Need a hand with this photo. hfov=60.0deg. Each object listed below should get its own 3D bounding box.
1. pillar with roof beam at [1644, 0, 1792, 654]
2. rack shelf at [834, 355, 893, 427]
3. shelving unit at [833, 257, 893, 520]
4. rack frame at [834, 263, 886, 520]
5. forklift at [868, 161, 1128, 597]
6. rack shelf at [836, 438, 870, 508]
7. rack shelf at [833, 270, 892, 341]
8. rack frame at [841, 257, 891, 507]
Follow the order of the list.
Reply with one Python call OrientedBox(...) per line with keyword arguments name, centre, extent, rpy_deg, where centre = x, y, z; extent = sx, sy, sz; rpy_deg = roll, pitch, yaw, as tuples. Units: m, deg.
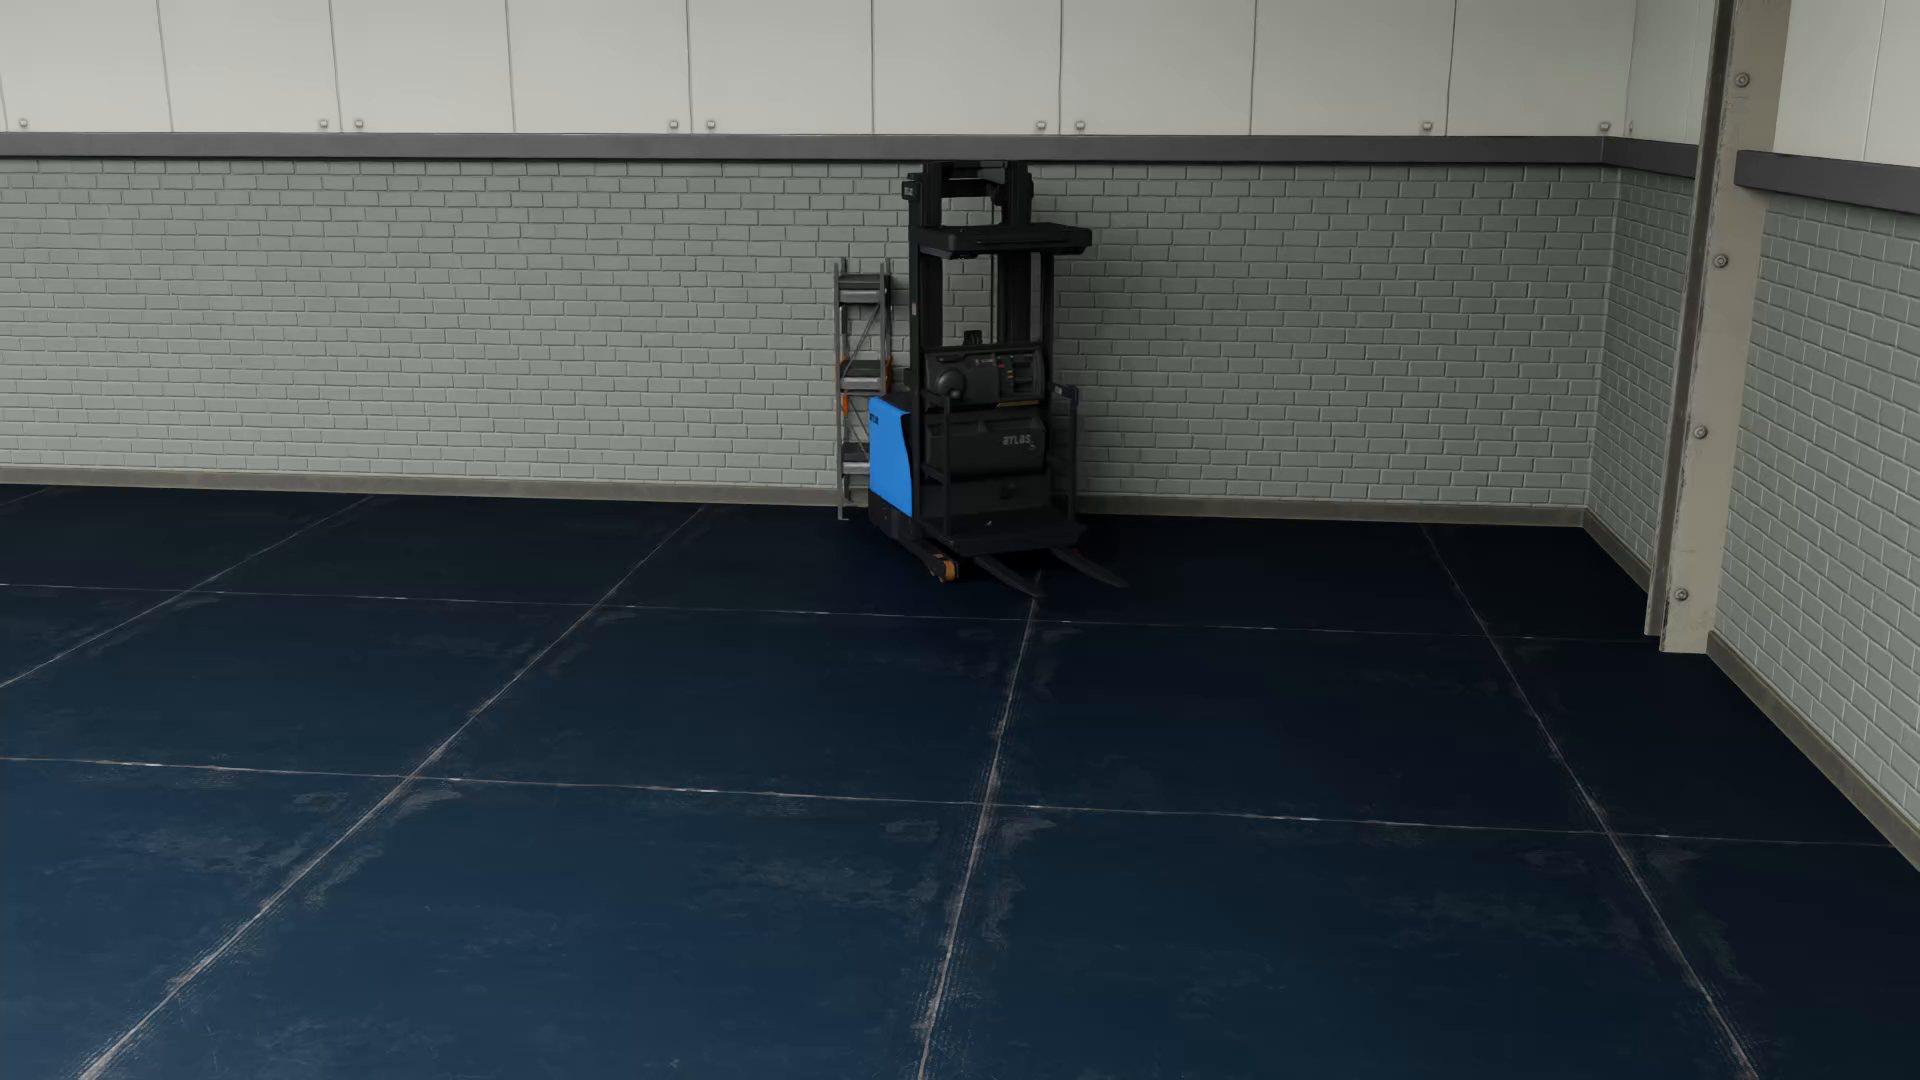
OrientedBox(name="pillar with roof beam", centre=(0.342, -3.808, 10.007), extent=(9.100, 9.000, 0.400), rpy_deg=(2, 15, 6))
OrientedBox(name="rack shelf", centre=(-0.789, -1.227, 13.675), extent=(0.431, 0.518, 0.480), rpy_deg=(1, 14, 3))
OrientedBox(name="shelving unit", centre=(-0.789, -1.240, 13.672), extent=(0.431, 2.100, 0.503), rpy_deg=(1, 14, 3))
OrientedBox(name="rack frame", centre=(-0.801, -1.179, 13.436), extent=(0.400, 2.100, 0.015), rpy_deg=(1, 14, 3))
OrientedBox(name="forklift", centre=(0.266, -1.227, 12.085), extent=(1.130, 2.935, 3.031), rpy_deg=(-6, 16, -21))
OrientedBox(name="rack shelf", centre=(-0.790, -0.549, 13.850), extent=(0.431, 0.518, 0.480), rpy_deg=(1, 14, 3))
OrientedBox(name="rack shelf", centre=(-0.788, -1.904, 13.500), extent=(0.431, 0.518, 0.480), rpy_deg=(1, 14, 3))
OrientedBox(name="rack frame", centre=(-0.778, -1.301, 13.908), extent=(0.400, 2.100, 0.015), rpy_deg=(1, 14, 3))
